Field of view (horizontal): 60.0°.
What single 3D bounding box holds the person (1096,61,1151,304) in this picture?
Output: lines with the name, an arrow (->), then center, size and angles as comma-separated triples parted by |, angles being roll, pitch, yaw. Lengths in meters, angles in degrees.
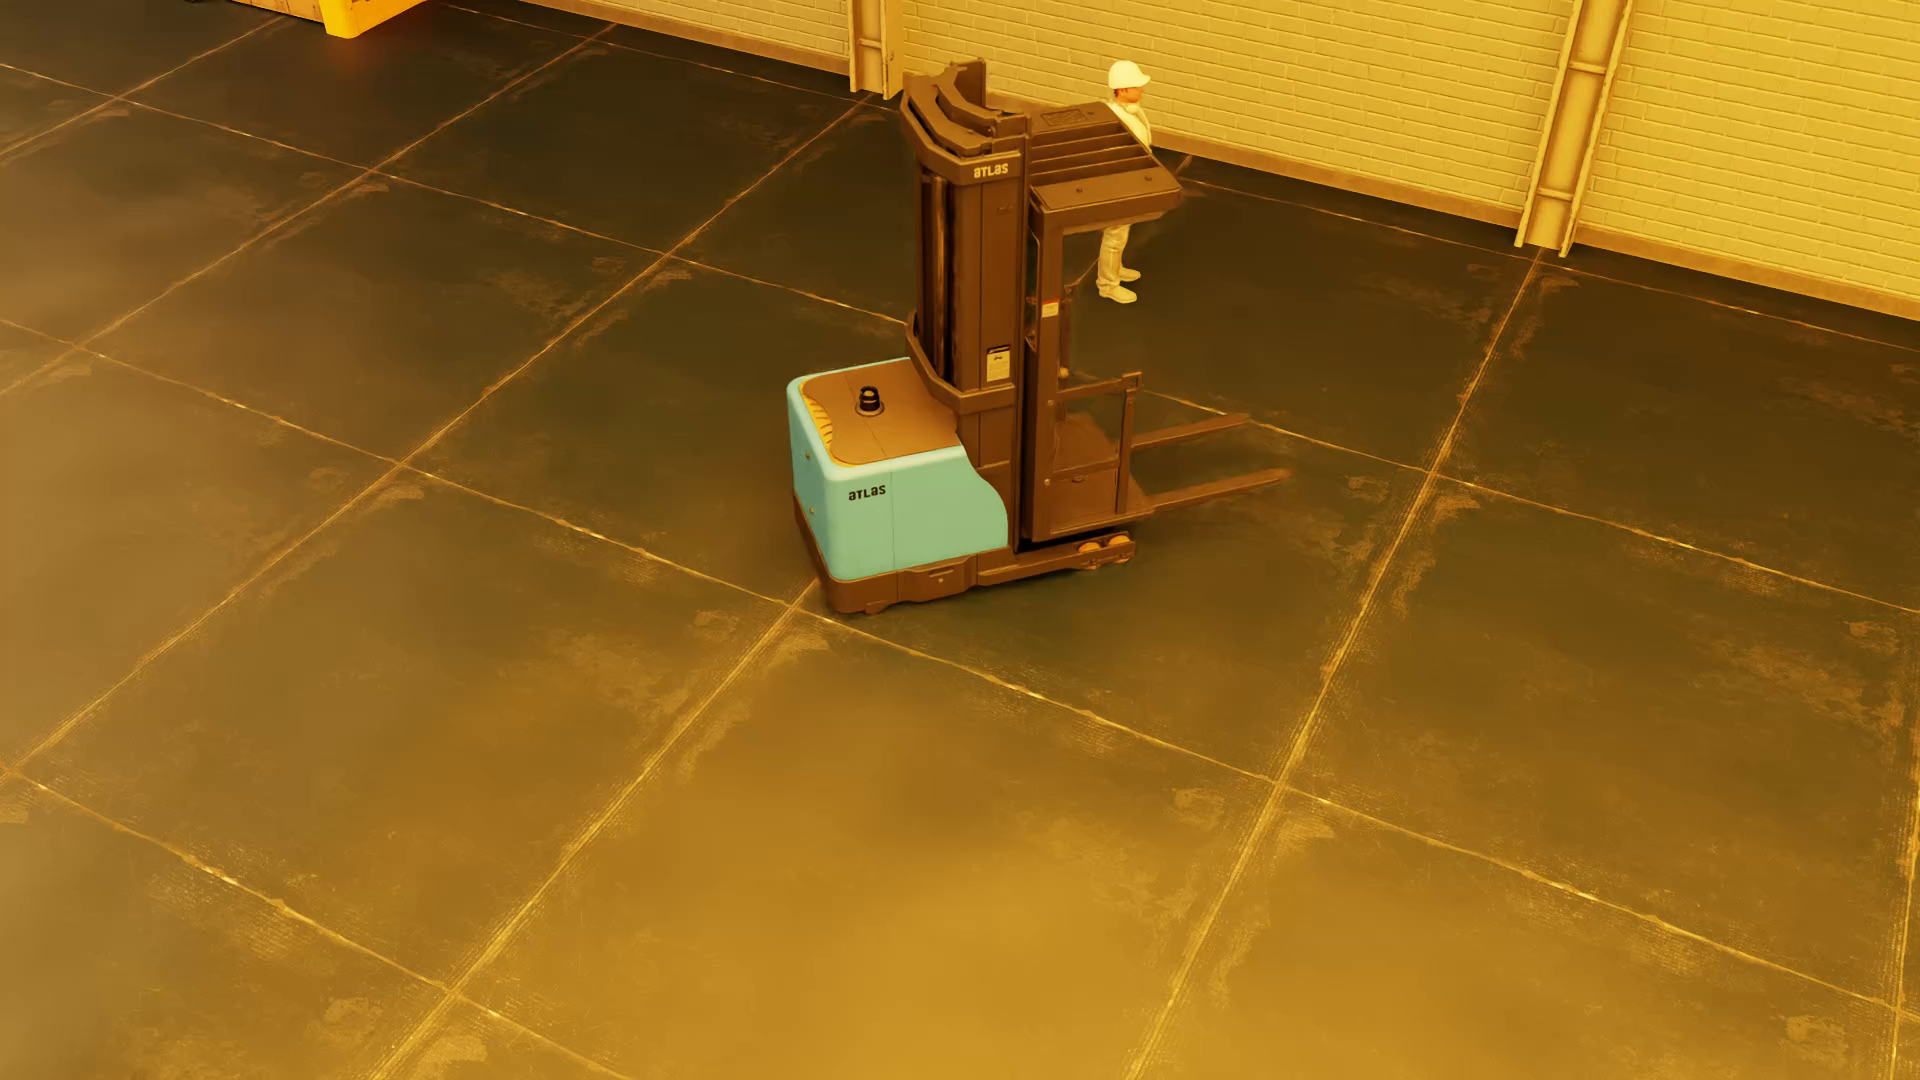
person -> 1.177, -2.597, 11.969 | 0.362, 1.776, 0.525 | 8, 41, 9

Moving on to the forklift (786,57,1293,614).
forklift -> 0.545, -1.254, 9.475 | 3.031, 2.935, 1.130 | -12, 42, -14
